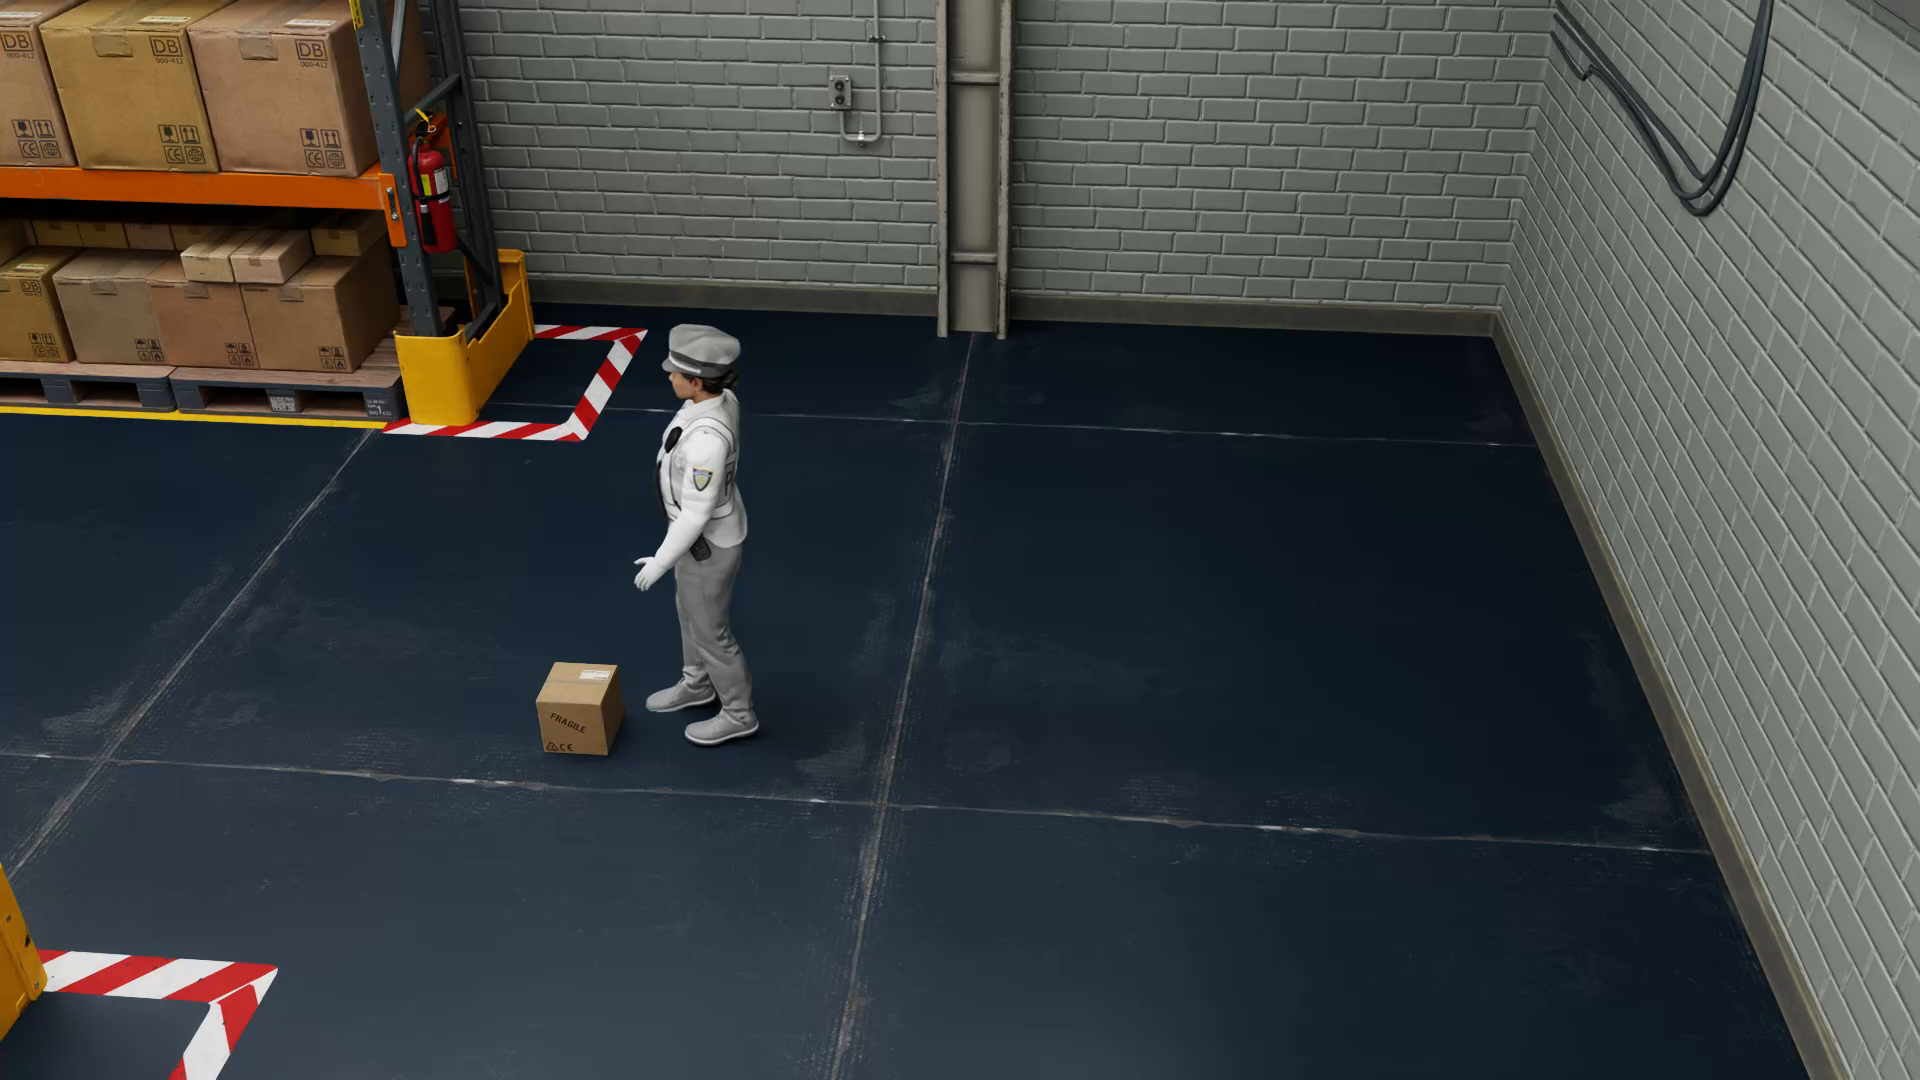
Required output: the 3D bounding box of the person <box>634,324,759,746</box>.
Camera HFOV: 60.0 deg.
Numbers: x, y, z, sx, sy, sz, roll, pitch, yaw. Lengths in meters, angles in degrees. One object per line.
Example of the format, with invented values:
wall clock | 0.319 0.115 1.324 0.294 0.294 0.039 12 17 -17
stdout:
person | -0.999 0.011 6.102 0.493 1.702 0.538 -3 32 -4
